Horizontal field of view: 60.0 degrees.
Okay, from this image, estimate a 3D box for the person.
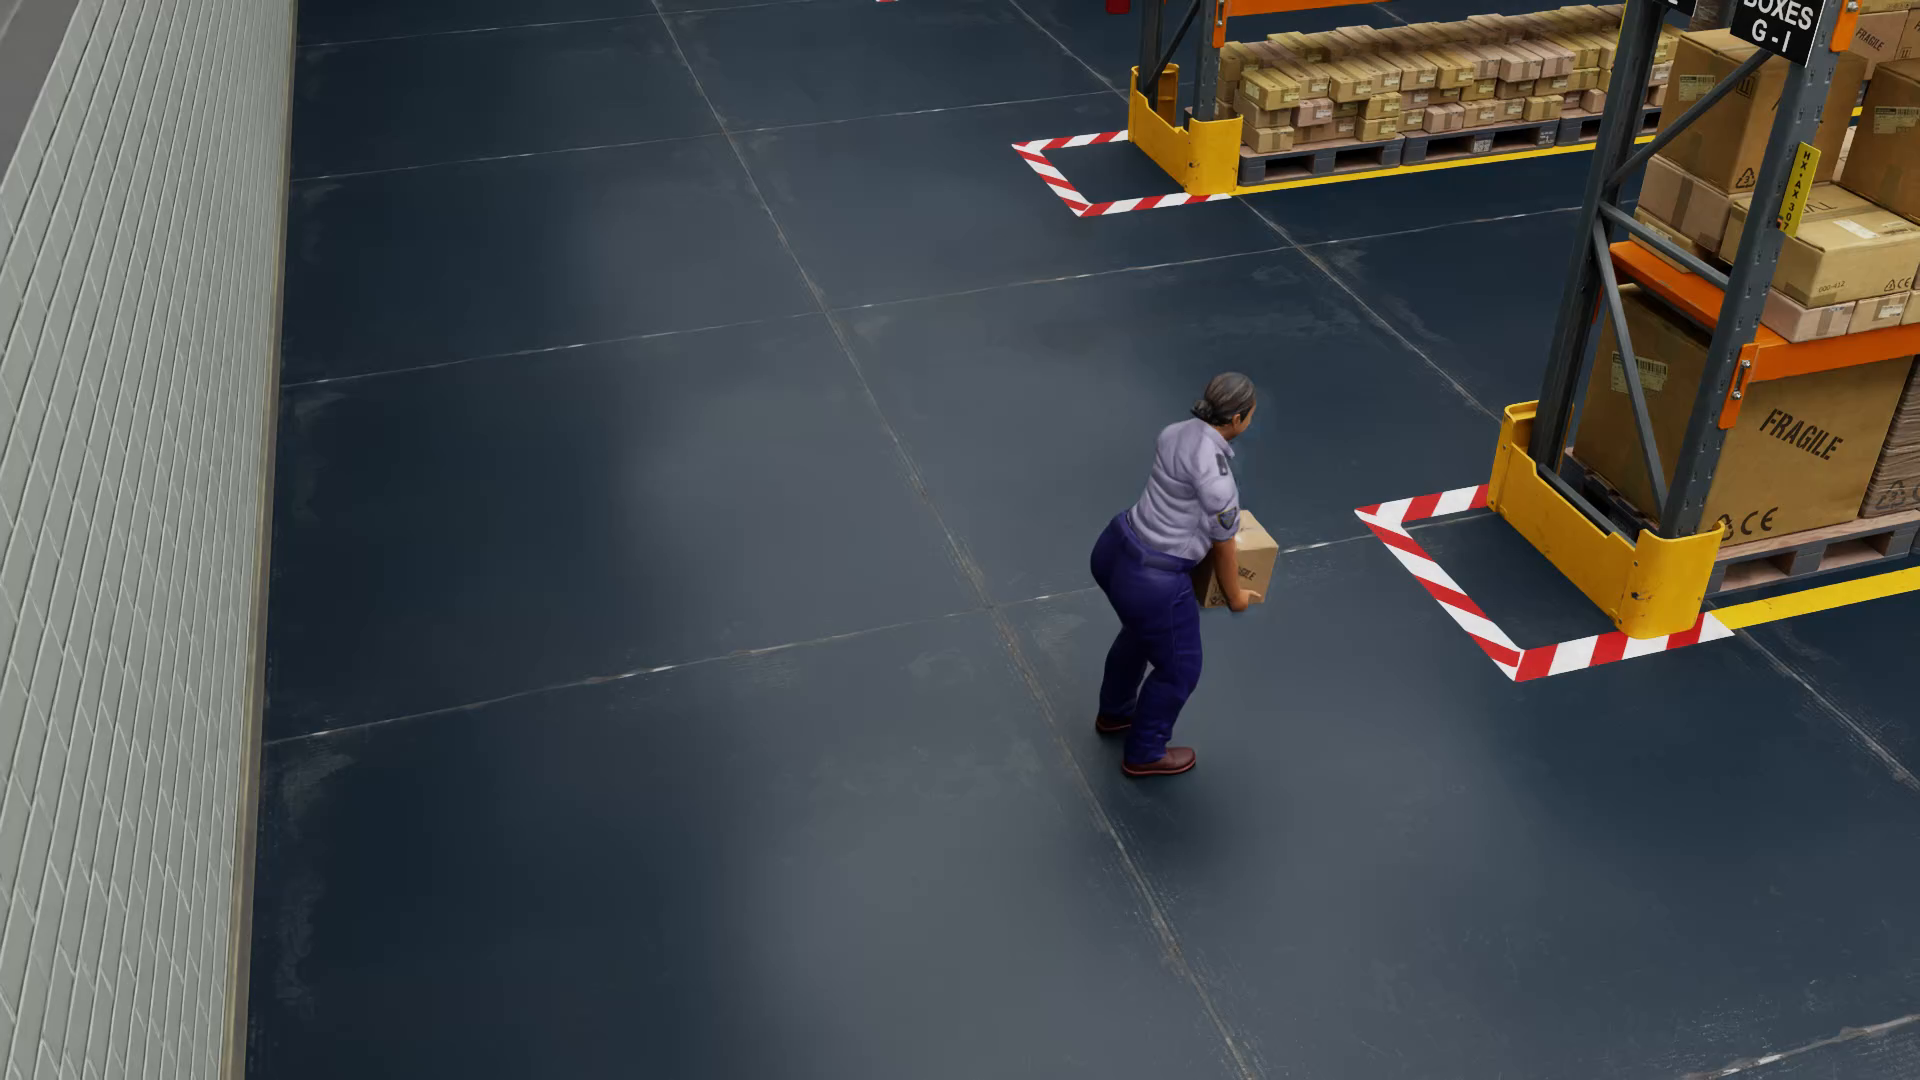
[{"bbox_3d":[0.794,0.125,6.039,0.542,1.582,0.437,-11,36,-15],"label":"person"}]
